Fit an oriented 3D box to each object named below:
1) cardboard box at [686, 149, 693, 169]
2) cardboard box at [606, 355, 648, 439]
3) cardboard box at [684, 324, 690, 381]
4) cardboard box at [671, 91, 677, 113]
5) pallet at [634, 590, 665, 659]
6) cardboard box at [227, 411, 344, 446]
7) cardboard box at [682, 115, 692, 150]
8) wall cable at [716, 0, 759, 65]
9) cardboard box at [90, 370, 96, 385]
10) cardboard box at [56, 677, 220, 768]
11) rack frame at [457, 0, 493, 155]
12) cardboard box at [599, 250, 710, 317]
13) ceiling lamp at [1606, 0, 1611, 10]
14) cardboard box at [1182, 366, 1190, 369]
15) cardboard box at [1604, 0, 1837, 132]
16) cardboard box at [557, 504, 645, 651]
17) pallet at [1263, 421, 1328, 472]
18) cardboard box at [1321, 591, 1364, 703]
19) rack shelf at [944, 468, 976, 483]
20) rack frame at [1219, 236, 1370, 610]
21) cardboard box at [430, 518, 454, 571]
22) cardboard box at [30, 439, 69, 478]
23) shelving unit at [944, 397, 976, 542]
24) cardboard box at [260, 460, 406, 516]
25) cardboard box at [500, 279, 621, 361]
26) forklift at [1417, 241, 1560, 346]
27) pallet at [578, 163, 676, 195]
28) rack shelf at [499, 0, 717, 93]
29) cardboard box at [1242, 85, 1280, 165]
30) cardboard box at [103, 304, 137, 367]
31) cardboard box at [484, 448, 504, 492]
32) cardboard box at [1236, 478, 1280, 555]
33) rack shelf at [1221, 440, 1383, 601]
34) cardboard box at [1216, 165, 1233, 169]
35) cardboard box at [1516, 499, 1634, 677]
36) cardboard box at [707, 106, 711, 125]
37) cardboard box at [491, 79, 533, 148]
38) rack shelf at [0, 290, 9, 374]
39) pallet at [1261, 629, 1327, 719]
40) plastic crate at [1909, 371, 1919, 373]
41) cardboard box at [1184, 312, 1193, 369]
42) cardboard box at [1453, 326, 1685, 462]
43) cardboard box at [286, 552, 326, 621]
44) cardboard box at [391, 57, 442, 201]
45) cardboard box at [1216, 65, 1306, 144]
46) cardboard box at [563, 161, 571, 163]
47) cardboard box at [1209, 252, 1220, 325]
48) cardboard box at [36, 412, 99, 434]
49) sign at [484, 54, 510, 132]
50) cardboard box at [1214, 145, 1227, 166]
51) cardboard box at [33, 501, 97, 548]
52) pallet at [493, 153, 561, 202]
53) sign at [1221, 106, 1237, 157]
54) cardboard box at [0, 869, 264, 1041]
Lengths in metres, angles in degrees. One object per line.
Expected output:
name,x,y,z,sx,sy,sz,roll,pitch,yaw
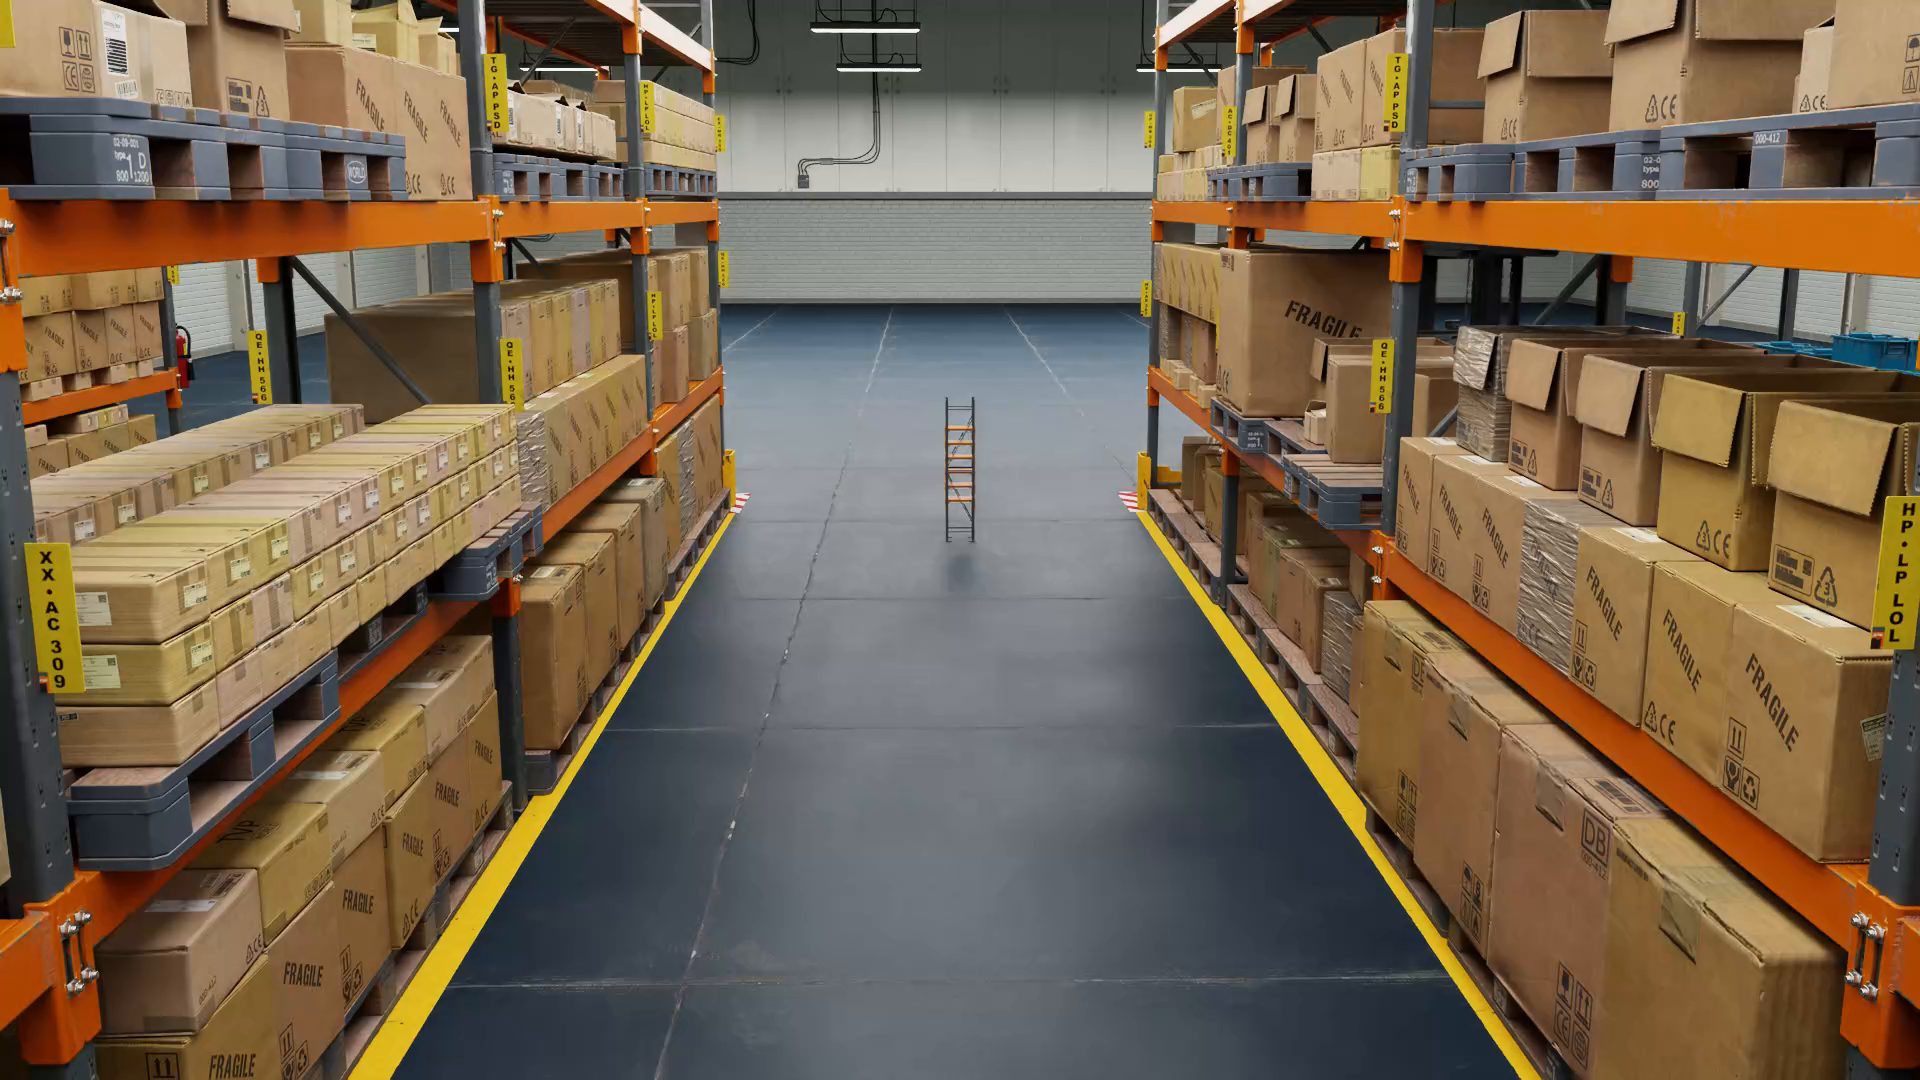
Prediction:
cardboard box,-2.331,-3.025,13.205,0.380,0.149,0.250,0,11,0
cardboard box,-2.347,-0.942,10.908,0.500,0.500,0.500,0,11,-1
cardboard box,-2.736,-1.570,13.876,0.875,0.550,0.550,0,11,-1
cardboard box,-2.316,-3.265,12.382,0.380,0.149,0.250,0,11,-1
pallet,-2.534,0.524,10.946,1.003,0.211,1.213,0,11,-1
cardboard box,-2.719,-0.429,6.708,0.380,0.149,0.250,-1,11,-3
cardboard box,-2.390,-3.193,13.028,0.500,0.250,0.500,0,11,-1
wall cable,-7.064,-14.288,45.522,3.097,2.526,0.112,0,11,-1
cardboard box,-7.433,-1.350,13.803,0.380,0.149,0.250,0,11,0
cardboard box,-2.008,0.432,3.963,0.380,0.149,0.250,-1,11,-4
rack frame,-2.543,-3.141,6.908,1.000,3.000,0.127,0,11,-1
cardboard box,-2.635,-2.211,14.319,0.875,0.550,0.550,0,11,-1
ceiling lamp,12.678,-10.882,30.382,2.000,3.185,0.800,0,11,-1
cardboard box,2.053,-1.362,13.860,0.380,0.149,0.250,0,11,-1
cardboard box,2.482,-1.521,5.154,0.797,0.503,0.637,0,11,-2
cardboard box,-2.506,0.216,10.054,1.050,0.750,0.750,0,11,-1
pallet,2.337,-0.500,9.463,1.003,0.211,1.213,0,11,-1
cardboard box,2.360,0.565,8.910,0.700,0.500,0.500,-1,12,-6
rack shelf,0.000,-0.547,13.963,0.258,0.103,0.180,0,11,-1
rack frame,2.336,-0.996,11.425,1.000,3.000,0.127,0,11,-1
cardboard box,-2.055,0.016,6.010,0.380,0.149,0.250,-1,11,-4
cardboard box,-7.346,-0.509,12.997,0.500,0.500,0.500,0,11,2
shelving unit,0.000,-0.591,13.954,0.258,1.200,0.189,0,11,-1
cardboard box,-2.045,-0.171,5.435,0.380,0.149,0.250,0,11,1
cardboard box,-2.609,-1.436,10.828,0.700,0.500,0.500,0,11,-2
forklift,4.821,-1.771,15.418,1.130,2.935,3.031,-3,12,-15
pallet,-2.632,-2.585,11.936,1.003,0.211,1.213,0,11,-1
rack shelf,-2.667,-3.785,12.898,1.077,0.370,4.000,0,11,-1
cardboard box,2.246,-2.629,10.612,0.797,0.503,0.637,-1,11,-4
cardboard box,-7.362,-1.739,14.087,0.500,0.500,0.500,0,11,-1
cardboard box,-2.070,-0.280,6.721,0.380,0.149,0.250,0,11,1
cardboard box,2.348,-0.170,12.585,0.500,0.500,0.500,4,12,17
rack shelf,2.377,-0.246,9.537,1.077,0.370,4.000,0,11,-1
cardboard box,2.065,-2.482,11.583,0.500,0.250,0.500,0,11,1
cardboard box,2.192,0.151,5.517,0.500,0.500,0.500,0,11,-1
cardboard box,-2.358,-3.668,14.371,0.380,0.149,0.250,0,11,-1
cardboard box,-2.338,-2.027,7.877,0.500,0.311,0.500,0,11,-1
rack shelf,-2.419,-0.126,1.399,1.077,0.370,4.000,0,11,-1
pallet,2.381,0.768,9.741,1.003,0.211,1.213,0,11,-1
plastic crate,7.542,-1.184,12.882,0.450,0.188,0.662,0,11,-1
cardboard box,2.334,-1.678,13.787,0.875,0.500,0.500,0,11,-1
cardboard box,2.417,-0.596,6.679,0.797,0.503,0.637,0,11,1
cardboard box,-2.027,0.131,4.695,0.380,0.149,0.250,-1,11,-4
cardboard box,-2.253,-1.508,6.152,0.500,0.500,0.500,0,11,-1
cardboard box,2.071,-2.994,11.473,0.500,0.500,0.500,-1,11,-3
cardboard box,-2.958,-2.719,11.696,0.380,0.149,0.250,0,11,0
cardboard box,2.051,-1.769,11.721,0.500,0.500,0.500,0,11,-1
cardboard box,-7.297,-0.961,13.593,0.380,0.149,0.250,0,11,1
sign,-2.000,-1.926,7.164,0.100,0.325,0.005,0,11,-1
cardboard box,2.034,-2.754,11.922,0.380,0.149,0.250,-1,11,-4
cardboard box,-2.679,-0.016,4.672,0.380,0.149,0.250,0,11,-1
pallet,-2.609,-1.706,7.855,1.213,0.211,1.003,0,11,1
sign,1.793,-2.716,11.057,0.100,0.325,0.005,0,11,-1
cardboard box,-2.211,1.098,4.446,0.500,0.250,0.500,-1,11,-4
